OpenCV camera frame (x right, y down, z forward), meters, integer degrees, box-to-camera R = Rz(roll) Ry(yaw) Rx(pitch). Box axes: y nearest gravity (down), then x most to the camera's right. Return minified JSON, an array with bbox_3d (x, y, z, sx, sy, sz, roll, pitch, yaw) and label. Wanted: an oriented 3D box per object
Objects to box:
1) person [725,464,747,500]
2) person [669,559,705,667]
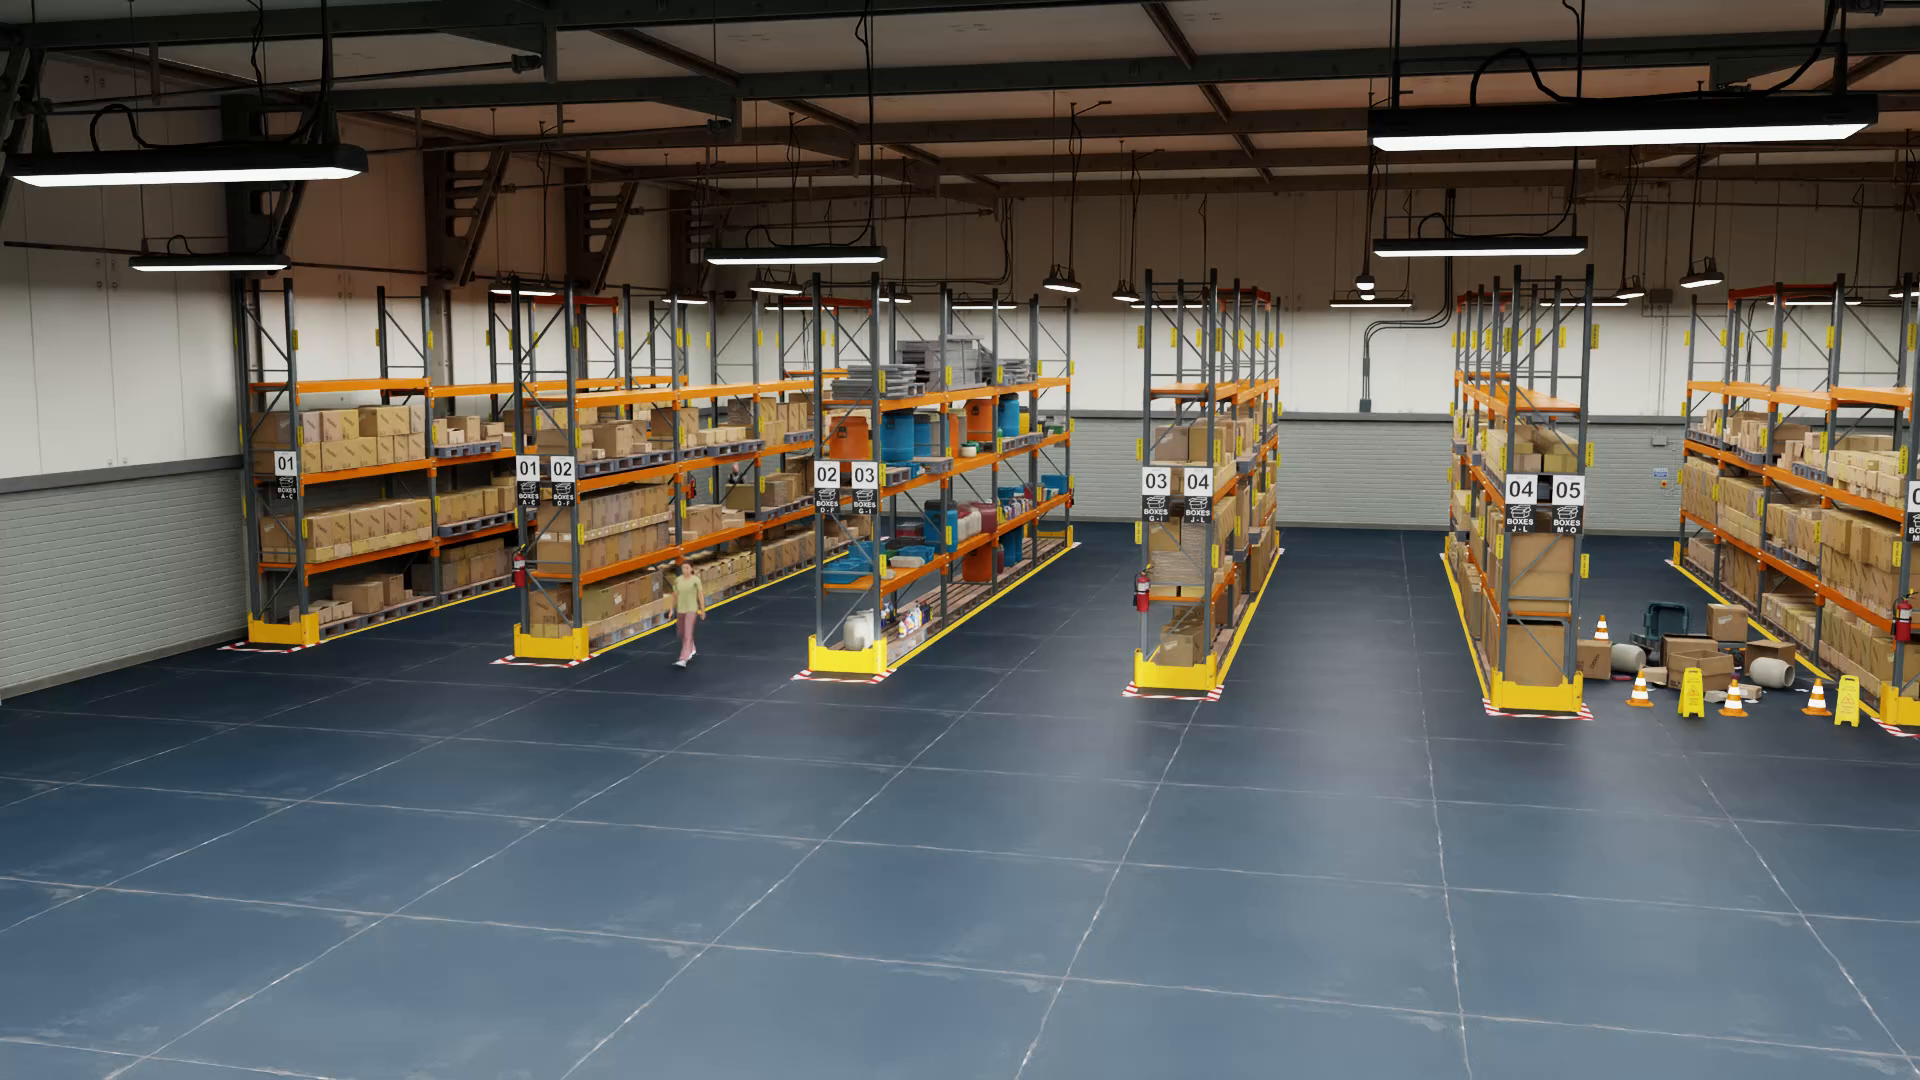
[{"bbox_3d":[-6.017,-1.199,44.664,0.609,1.658,1.063,0,7,-4],"label":"person"},{"bbox_3d":[-4.243,1.106,25.689,0.513,1.642,0.946,2,7,15],"label":"person"}]
